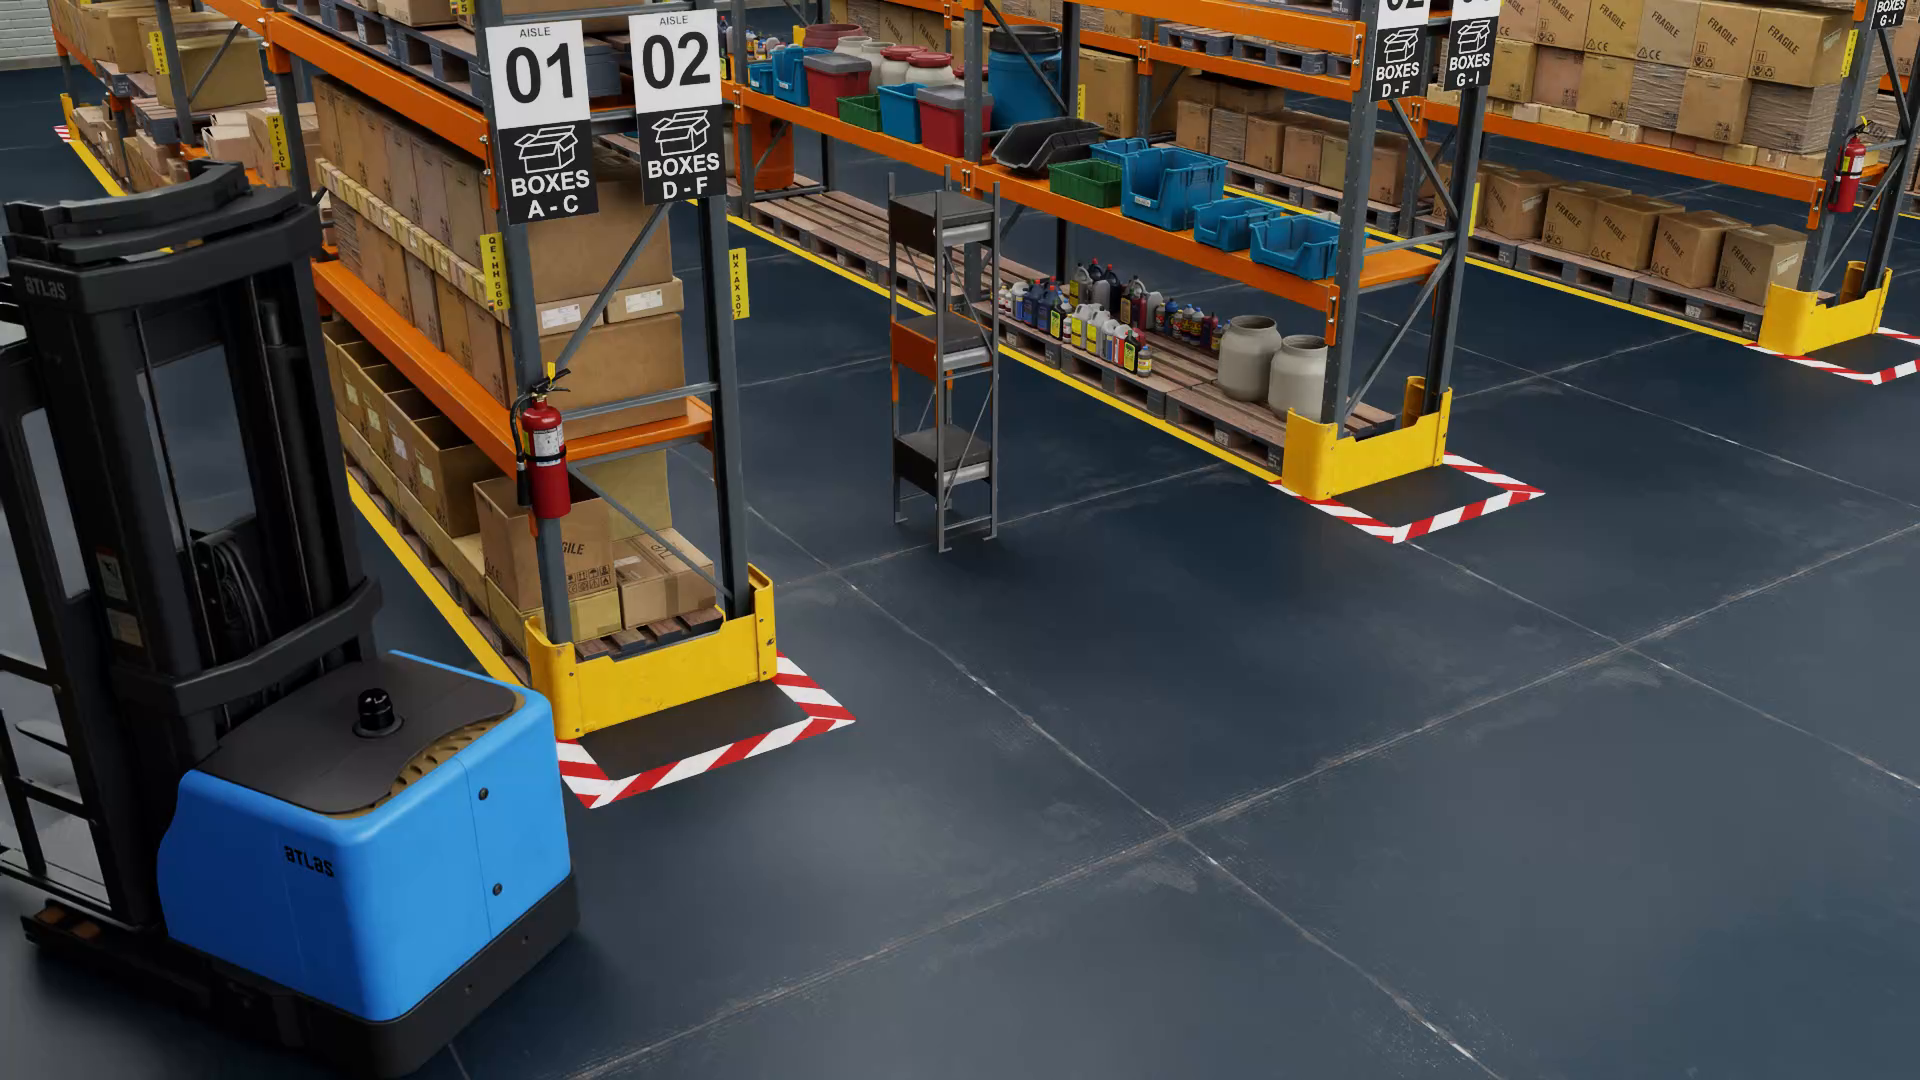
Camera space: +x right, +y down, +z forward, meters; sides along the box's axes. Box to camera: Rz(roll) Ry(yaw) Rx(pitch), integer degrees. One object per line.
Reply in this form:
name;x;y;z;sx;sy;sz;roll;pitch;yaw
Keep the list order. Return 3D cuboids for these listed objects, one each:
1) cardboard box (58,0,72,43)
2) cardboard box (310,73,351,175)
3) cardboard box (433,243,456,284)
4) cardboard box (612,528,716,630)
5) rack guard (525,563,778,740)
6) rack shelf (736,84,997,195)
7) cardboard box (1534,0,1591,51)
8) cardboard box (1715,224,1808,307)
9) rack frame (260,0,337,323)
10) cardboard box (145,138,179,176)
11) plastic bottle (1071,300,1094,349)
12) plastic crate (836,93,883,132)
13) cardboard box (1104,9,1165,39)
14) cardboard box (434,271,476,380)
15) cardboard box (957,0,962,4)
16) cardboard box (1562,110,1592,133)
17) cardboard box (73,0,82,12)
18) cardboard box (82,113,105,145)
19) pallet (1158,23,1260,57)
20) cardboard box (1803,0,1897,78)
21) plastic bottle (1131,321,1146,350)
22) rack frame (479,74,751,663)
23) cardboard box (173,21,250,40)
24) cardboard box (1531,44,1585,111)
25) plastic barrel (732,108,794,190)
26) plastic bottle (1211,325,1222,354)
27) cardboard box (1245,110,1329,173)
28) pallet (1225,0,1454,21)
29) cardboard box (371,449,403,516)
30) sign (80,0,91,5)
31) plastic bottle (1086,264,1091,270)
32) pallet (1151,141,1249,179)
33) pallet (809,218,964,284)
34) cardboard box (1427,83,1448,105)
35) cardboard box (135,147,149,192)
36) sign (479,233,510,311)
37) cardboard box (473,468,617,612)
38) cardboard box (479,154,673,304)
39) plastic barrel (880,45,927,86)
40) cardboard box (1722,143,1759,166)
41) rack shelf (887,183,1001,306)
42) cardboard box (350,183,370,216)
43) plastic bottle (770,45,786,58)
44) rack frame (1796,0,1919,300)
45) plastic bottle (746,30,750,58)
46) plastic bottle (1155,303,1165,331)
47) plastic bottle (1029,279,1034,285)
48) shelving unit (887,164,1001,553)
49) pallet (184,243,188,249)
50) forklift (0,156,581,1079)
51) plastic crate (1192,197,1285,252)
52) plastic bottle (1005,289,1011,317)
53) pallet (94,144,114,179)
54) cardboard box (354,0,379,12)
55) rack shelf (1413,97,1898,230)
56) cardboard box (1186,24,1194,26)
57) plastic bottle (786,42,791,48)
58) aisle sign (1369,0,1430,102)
cardboard box;-9.643;-5.800;18.406;0.500;0.500;0.500;-16;29;-30
cardboard box;-3.423;-2.521;9.941;0.700;0.500;0.500;-15;29;-29
cardboard box;-2.418;-1.416;8.359;0.380;0.149;0.250;-15;29;-28
cardboard box;-1.594;0.194;8.555;0.500;0.250;0.500;-16;29;-30
rack guard;-1.474;0.523;8.057;1.175;0.500;0.348;-16;29;-30
rack shelf;-0.610;-3.590;14.683;1.077;0.370;4.000;-16;29;-30
cardboard box;5.211;-4.408;13.938;0.500;0.500;0.500;-16;29;-30
cardboard box;6.488;-2.210;13.354;0.500;0.500;0.500;-10;27;-20
rack frame;-3.671;-2.047;10.572;1.000;3.000;0.127;-16;29;-30
cardboard box;-7.158;-3.549;15.289;0.500;0.250;0.500;-16;30;-31
plastic bottle;0.909;-1.596;12.204;0.144;0.351;0.185;-16;30;-30
plastic crate;-0.706;-3.661;14.240;0.450;0.188;0.662;-16;29;-30
cardboard box;1.971;-5.949;18.720;0.500;0.500;0.500;-15;29;-28
cardboard box;-2.288;-1.197;8.655;0.700;0.500;0.500;-15;29;-29
cardboard box;0.306;-7.038;21.028;0.500;0.500;0.500;-15;29;-29
cardboard box;5.327;-3.560;14.072;0.380;0.149;0.250;-16;29;-30
cardboard box;-8.813;-5.709;17.041;0.500;0.500;0.500;-16;30;-31
cardboard box;-9.617;-4.676;18.847;0.500;0.250;0.500;-16;29;-30
pallet;2.926;-5.468;18.044;1.213;0.211;1.003;-16;29;-30
cardboard box;6.743;-3.815;12.682;0.500;0.500;0.500;-16;29;-30
plastic bottle;1.269;-1.416;11.902;0.061;0.283;0.133;-16;29;-30
rack frame;-1.487;-0.616;7.541;1.000;3.000;0.127;-16;29;-30
cardboard box;-6.632;-4.283;14.700;0.700;0.500;0.500;-10;27;-20
cardboard box;5.426;-4.016;14.278;0.875;0.500;0.500;-16;29;-30
plastic barrel;-1.984;-4.010;16.781;0.600;0.830;0.708;-16;29;-30
plastic bottle;1.880;-1.461;12.093;0.097;0.201;0.097;0;25;0
cardboard box;3.459;-4.222;17.592;0.700;0.500;0.500;-13;28;-25
pallet;2.295;-3.359;10.059;1.003;0.211;1.213;-16;29;-30
cardboard box;-3.134;-0.397;9.806;0.500;0.250;0.500;-16;29;-30
sign;-8.488;-5.170;16.175;0.100;0.325;0.005;-16;29;-30
plastic bottle;1.020;-2.075;13.299;0.061;0.283;0.133;-14;29;-27
pallet;2.873;-4.244;18.493;1.003;0.211;1.213;-16;29;-30
pallet;-0.650;-2.647;15.111;1.003;0.211;1.213;-16;29;-30
cardboard box;4.497;-4.093;15.202;0.380;0.149;0.250;-16;29;-30
cardboard box;-7.678;-3.559;16.188;0.500;0.500;0.500;-15;29;-29
sign;-1.949;-1.125;6.986;0.100;0.325;0.005;-16;29;-30
cardboard box;-2.029;-0.024;8.138;0.500;0.500;0.500;-16;29;-30
cardboard box;-1.760;-1.437;7.643;0.700;0.500;0.500;-15;29;-29
plastic barrel;-0.494;-4.072;14.702;0.433;0.535;0.433;0;25;0
cardboard box;6.171;-3.031;12.950;0.380;0.149;0.250;-16;29;-30
rack shelf;-0.090;-1.629;9.134;0.431;0.518;0.480;-16;29;-30
cardboard box;-3.263;-1.969;9.530;0.380;0.149;0.250;-16;30;-30
plastic bottle;-1.795;-4.769;16.484;0.152;0.276;0.135;-16;29;-30
rack frame;6.815;-2.923;12.429;1.000;3.000;0.127;-16;29;-30
plastic bottle;-2.212;-5.181;17.362;0.097;0.271;0.097;0;25;0
plastic bottle;1.528;-1.691;12.581;0.097;0.201;0.097;0;25;0
plastic bottle;0.576;-1.870;12.864;0.061;0.283;0.133;-16;29;-30
shelving unit;-0.090;-1.009;9.427;0.431;2.100;0.503;-16;29;-30
pallet;-6.230;-2.492;14.782;1.003;0.211;1.213;-16;29;-30
forklift;-3.021;0.104;6.096;3.031;2.935;1.130;12;28;24
plastic crate;1.791;-2.045;10.742;0.499;0.251;0.408;-16;29;-30
plastic bottle;0.399;-1.844;12.906;0.097;0.201;0.097;0;25;0
pallet;-9.082;-4.330;18.675;1.003;0.211;1.213;-16;29;-30
cardboard box;-2.640;-2.735;7.964;0.500;0.311;0.500;-12;28;-24
rack shelf;5.723;-3.313;14.098;1.077;0.370;4.000;-16;29;-30
cardboard box;2.776;-5.836;17.990;0.500;0.500;0.500;-20;32;-36
plastic bottle;-1.708;-4.850;16.661;0.097;0.271;0.097;0;25;0
aisle sign;2.455;-2.850;9.228;0.394;0.787;0.004;-16;29;-30
